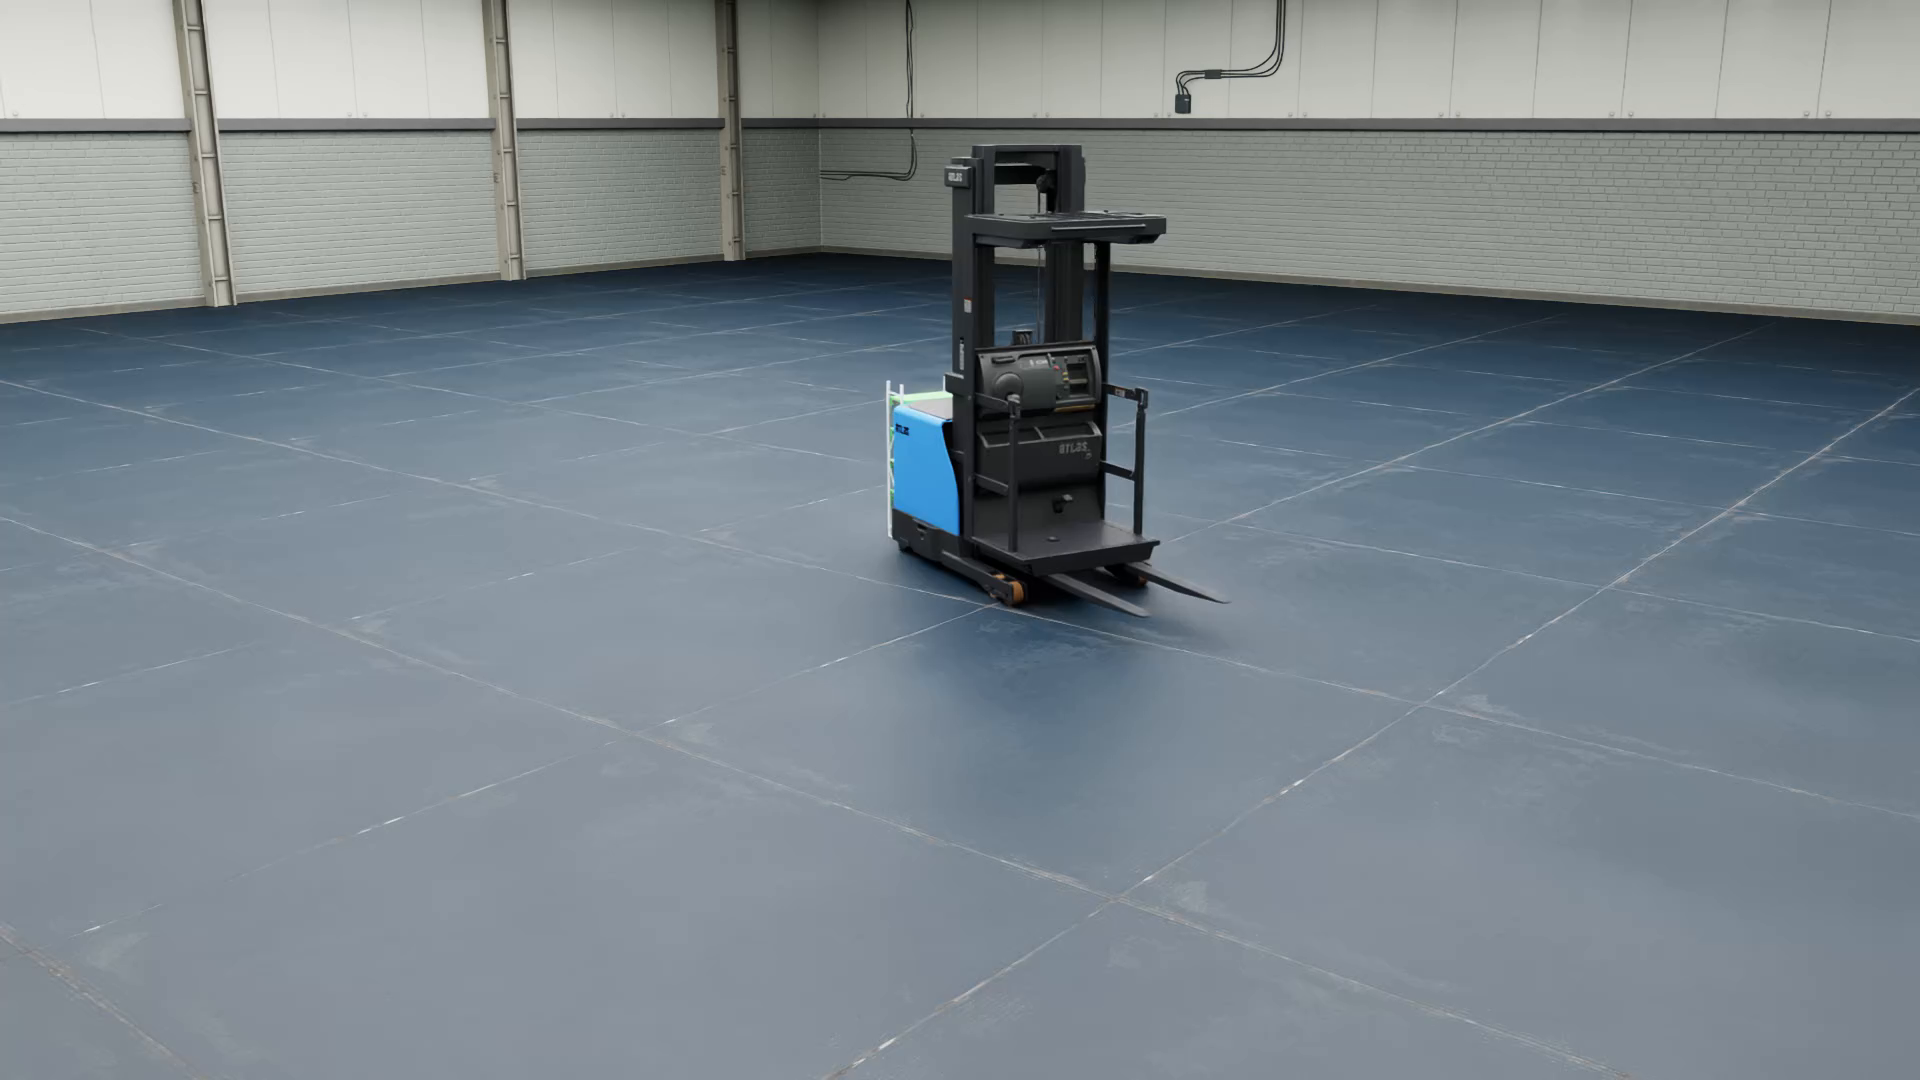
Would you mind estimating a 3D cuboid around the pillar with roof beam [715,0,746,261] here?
[{"bbox_3d":[-1.730,-10.005,33.732,9.100,9.000,0.400,11,18,38],"label":"pillar with roof beam"}]

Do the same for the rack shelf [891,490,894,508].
[{"bbox_3d":[-0.271,-0.322,12.686,0.480,0.148,0.258,-8,16,-28],"label":"rack shelf"}]

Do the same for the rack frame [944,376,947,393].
[{"bbox_3d":[-0.058,-0.646,12.727,0.015,1.200,0.240,-8,16,-28],"label":"rack frame"}]

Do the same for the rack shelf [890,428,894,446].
[{"bbox_3d":[-0.271,-0.787,12.568,0.480,0.148,0.258,-8,16,-28],"label":"rack shelf"}]

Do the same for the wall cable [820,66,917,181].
[{"bbox_3d":[-2.198,-9.526,38.152,3.097,2.526,0.112,11,18,38],"label":"wall cable"}]

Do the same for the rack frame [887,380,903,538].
[{"bbox_3d":[-0.483,-0.587,12.495,0.015,1.200,0.240,-8,16,-28],"label":"rack frame"}]

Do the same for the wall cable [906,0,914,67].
[{"bbox_3d":[-0.094,-11.555,35.882,3.097,2.526,0.112,11,18,38],"label":"wall cable"}]

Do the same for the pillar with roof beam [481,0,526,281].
[{"bbox_3d":[-5.501,-8.856,29.208,9.100,9.000,0.400,11,18,38],"label":"pillar with roof beam"}]

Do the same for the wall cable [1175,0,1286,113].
[{"bbox_3d":[5.176,-11.207,31.556,2.305,6.003,0.169,11,18,38],"label":"wall cable"}]

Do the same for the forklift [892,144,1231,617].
[{"bbox_3d":[0.649,-1.114,11.053,1.130,2.935,3.031,-8,16,-28],"label":"forklift"}]

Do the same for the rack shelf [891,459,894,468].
[{"bbox_3d":[-0.271,-0.554,12.627,0.480,0.148,0.258,-8,16,-28],"label":"rack shelf"}]

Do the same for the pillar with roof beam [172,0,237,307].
[{"bbox_3d":[-9.272,-7.707,24.685,9.100,9.000,0.400,11,18,38],"label":"pillar with roof beam"}]

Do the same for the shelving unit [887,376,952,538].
[{"bbox_3d":[-0.271,-0.616,12.611,0.503,1.200,0.258,-8,16,-28],"label":"shelving unit"}]

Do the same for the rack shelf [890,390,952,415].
[{"bbox_3d":[-0.271,-1.019,12.509,0.480,0.148,0.258,-8,16,-28],"label":"rack shelf"}]
